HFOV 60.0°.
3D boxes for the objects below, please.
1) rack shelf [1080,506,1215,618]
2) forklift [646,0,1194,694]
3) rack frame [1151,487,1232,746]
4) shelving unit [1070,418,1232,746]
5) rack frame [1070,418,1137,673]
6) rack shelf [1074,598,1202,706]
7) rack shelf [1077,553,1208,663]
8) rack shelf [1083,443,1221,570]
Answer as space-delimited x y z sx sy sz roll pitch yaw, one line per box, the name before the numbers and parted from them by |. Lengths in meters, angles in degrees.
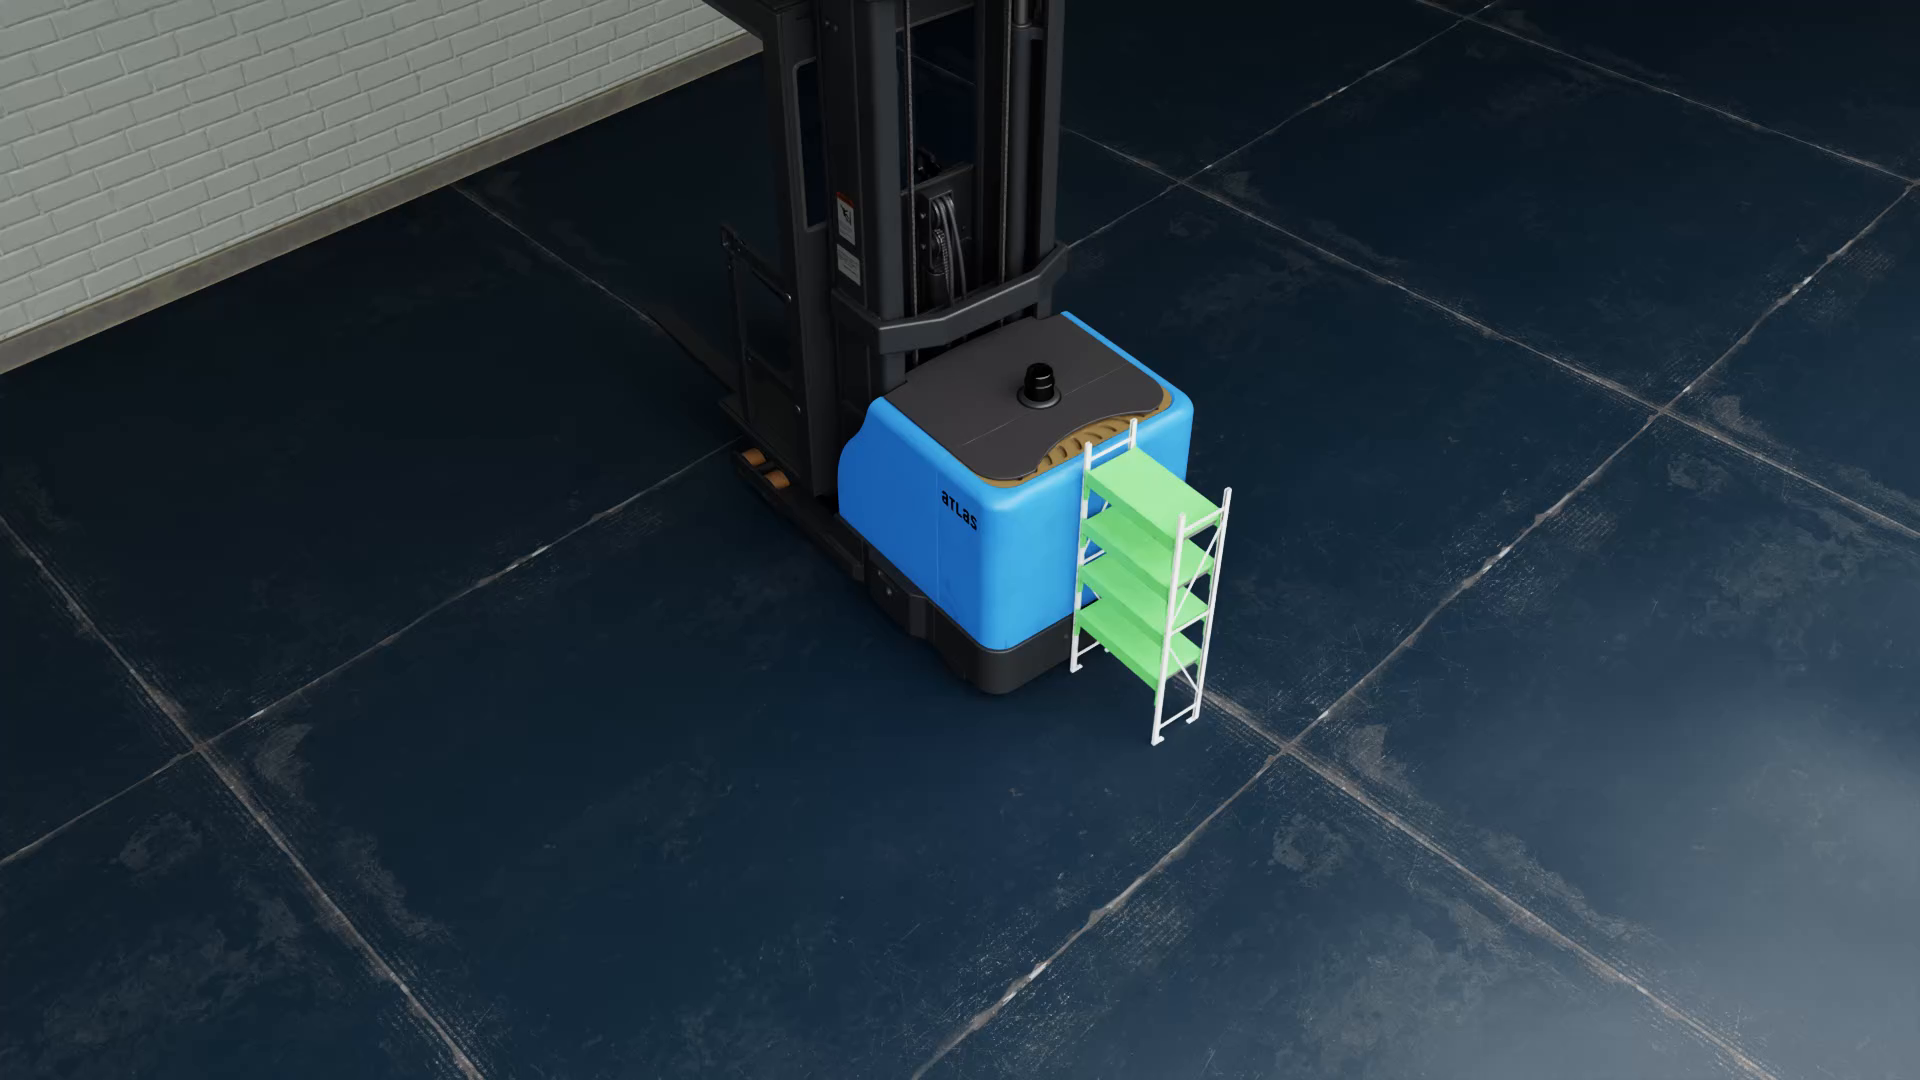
rack shelf | 0.698 0.049 6.170 0.258 0.148 0.480 -28 49 -27
forklift | -0.383 -1.412 6.736 1.130 2.935 3.031 -28 49 -27
rack frame | 0.847 0.310 6.148 0.240 1.200 0.015 -28 49 -27
shelving unit | 0.698 0.179 6.290 0.258 1.200 0.503 -28 49 -27
rack frame | 0.548 0.048 6.432 0.240 1.200 0.015 -28 49 -27
rack shelf | 0.698 0.402 6.496 0.258 0.148 0.480 -28 49 -27
rack shelf | 0.698 0.226 6.333 0.258 0.148 0.480 -28 49 -27
rack shelf | 0.698 -0.127 6.008 0.258 0.148 0.480 -28 49 -27
